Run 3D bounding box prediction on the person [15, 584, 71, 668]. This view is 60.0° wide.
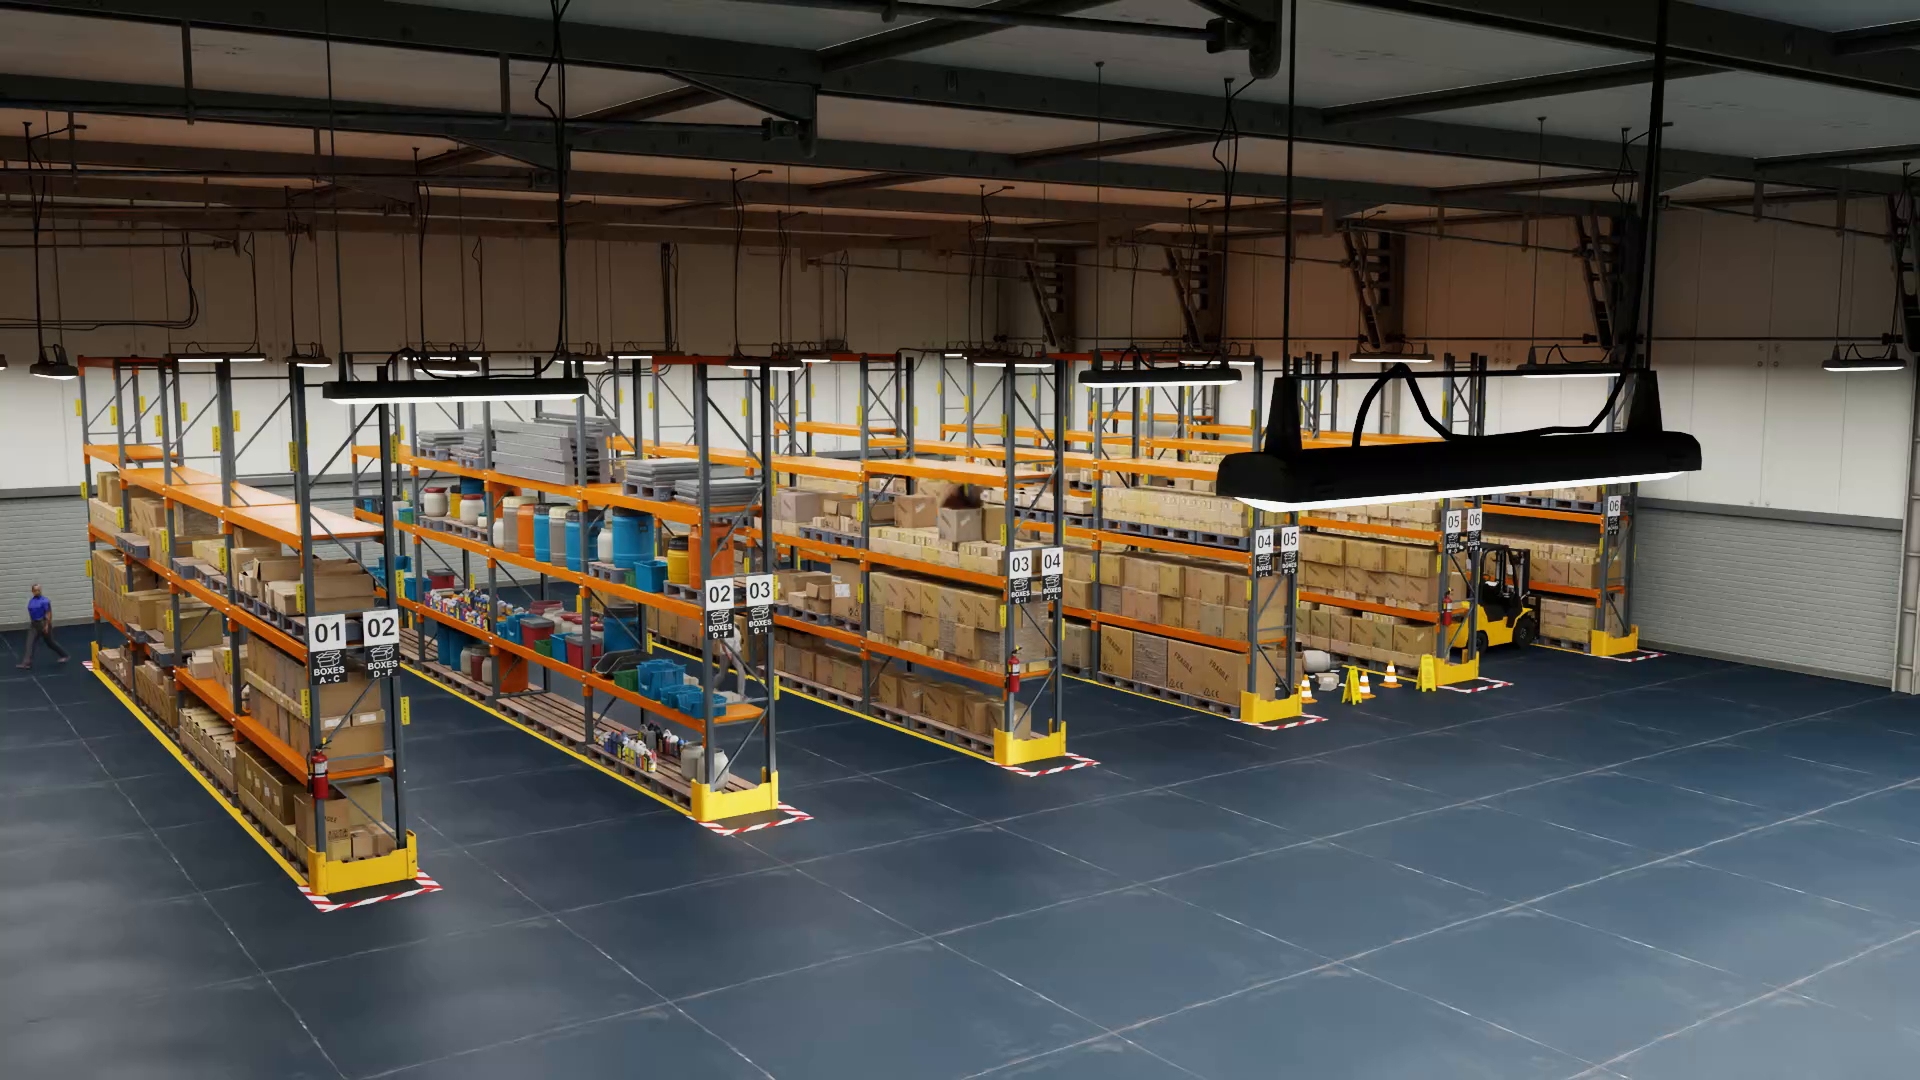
[{"bbox_3d":[-17.737,1.649,32.042,0.564,1.614,0.980,4,8,32],"label":"person"}]

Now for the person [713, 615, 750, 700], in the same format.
[{"bbox_3d":[-4.032,1.973,29.199,0.463,1.649,0.939,-6,9,-41],"label":"person"}]
